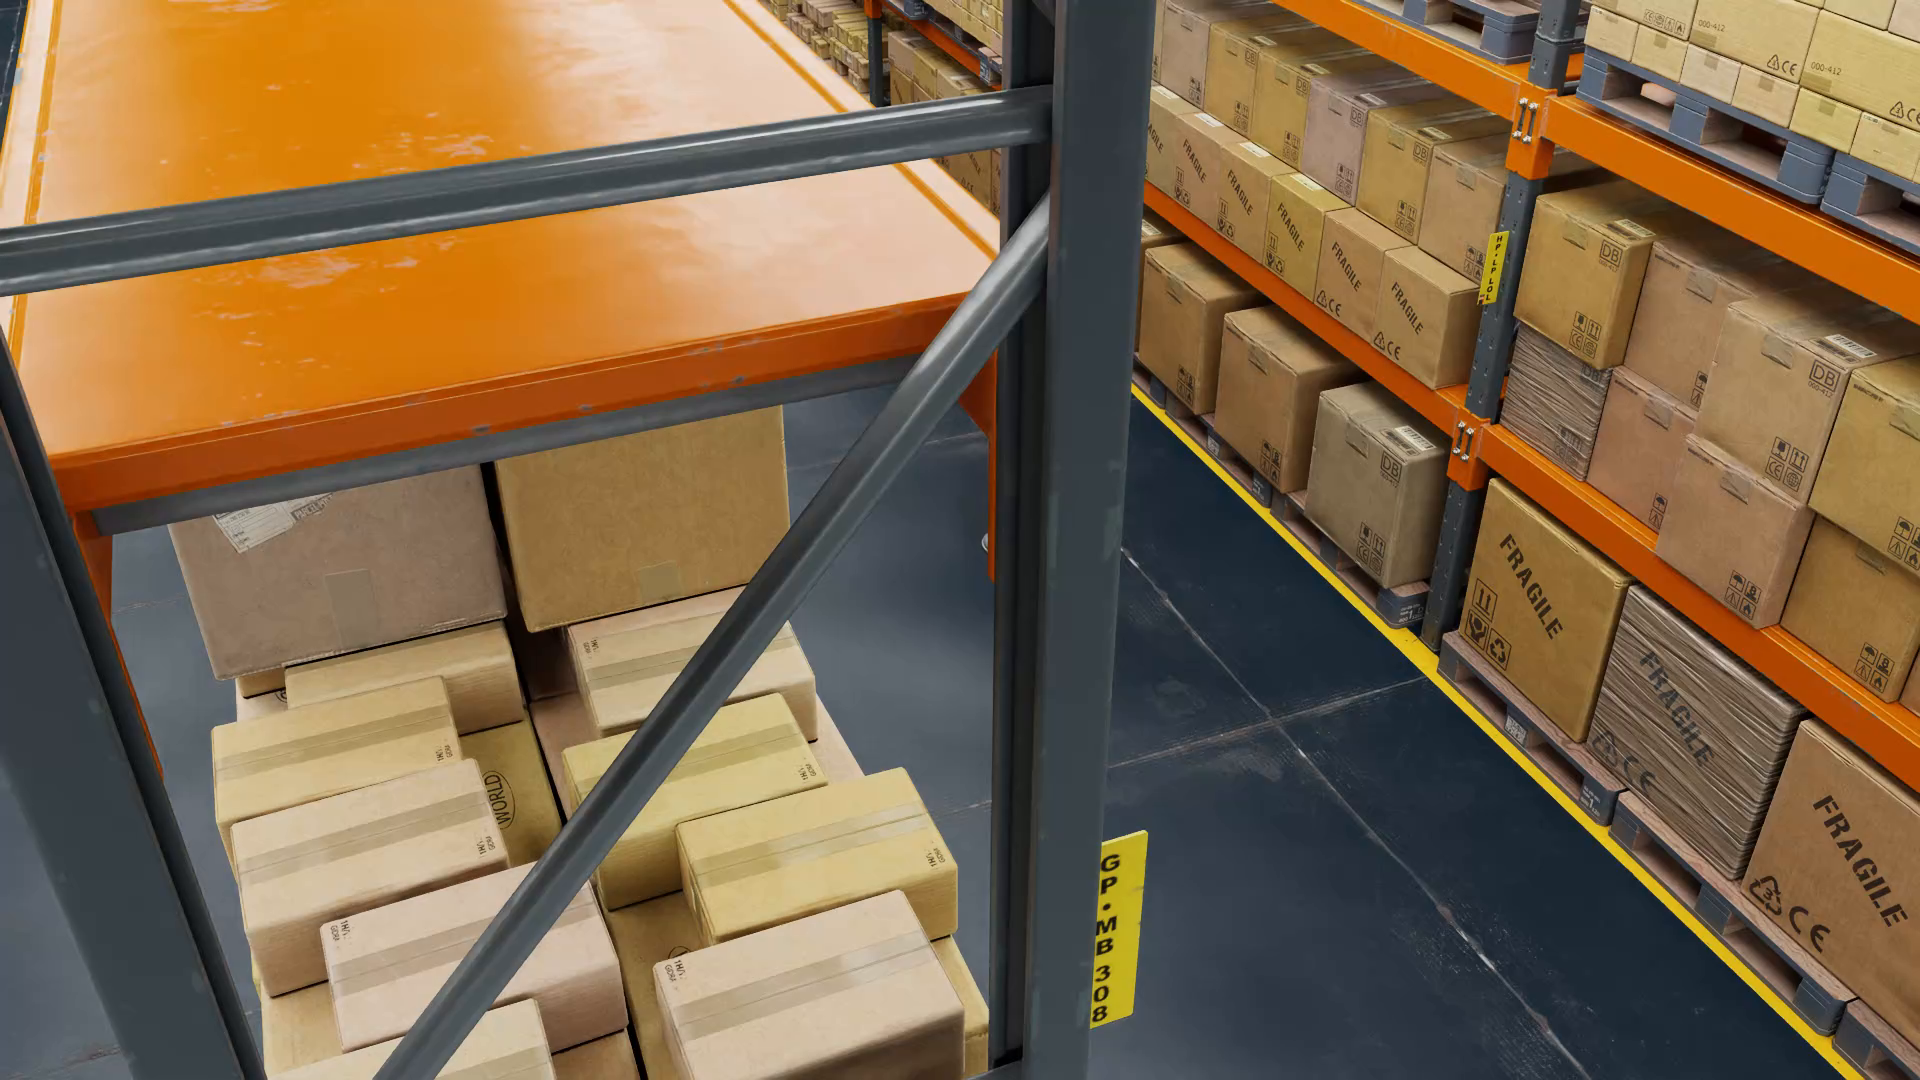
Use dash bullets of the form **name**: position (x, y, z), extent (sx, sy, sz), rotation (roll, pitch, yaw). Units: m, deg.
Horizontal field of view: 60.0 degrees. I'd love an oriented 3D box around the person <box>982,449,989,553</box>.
- **person**: position (0.300, -0.670, 8.506), extent (0.460, 1.686, 0.564), rotation (-13, 36, -19)
